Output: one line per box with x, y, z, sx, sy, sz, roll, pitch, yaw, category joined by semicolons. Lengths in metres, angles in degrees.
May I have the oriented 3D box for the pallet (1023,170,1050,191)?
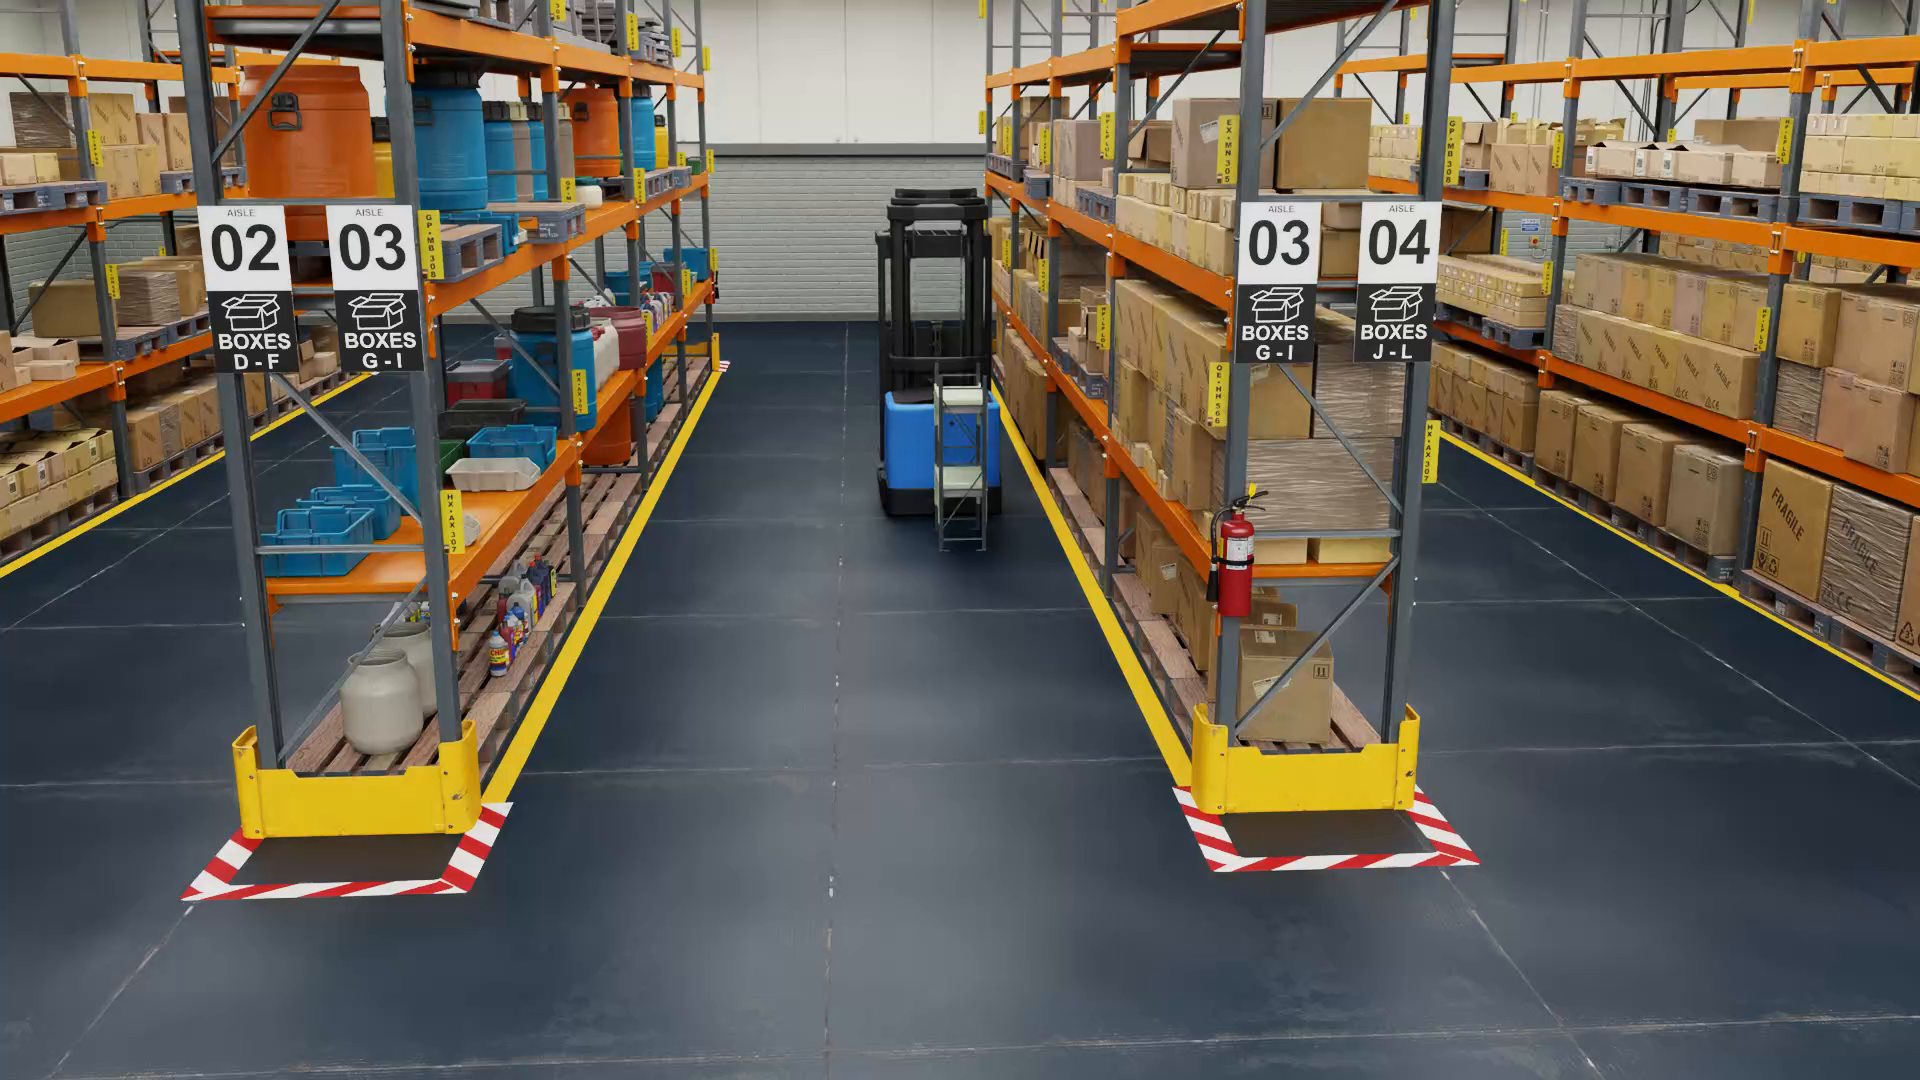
1.201;-3.813;17.685;1.003;0.211;1.213;0;14;-1;pallet

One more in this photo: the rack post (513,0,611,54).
-3.538;-4.434;13.298;1.013;1.000;3.121;-1;14;-3;rack post

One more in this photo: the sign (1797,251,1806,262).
10.455;-3.611;20.644;0.100;0.325;0.005;-1;14;-3;sign

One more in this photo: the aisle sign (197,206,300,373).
-3.374;-1.185;7.894;0.394;0.787;0.004;-1;14;-3;aisle sign

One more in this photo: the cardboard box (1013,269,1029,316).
0.897;-2.939;19.730;0.500;0.500;0.500;-1;14;-3;cardboard box

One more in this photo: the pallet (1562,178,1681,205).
6.415;-3.268;15.566;1.213;0.211;1.003;0;14;-1;pallet

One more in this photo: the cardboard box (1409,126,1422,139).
5.756;-5.015;20.476;0.380;0.149;0.250;-1;14;-2;cardboard box

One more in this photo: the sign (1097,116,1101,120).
1.659;-4.875;19.766;0.100;0.325;0.005;-1;14;-3;sign

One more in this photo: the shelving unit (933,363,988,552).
0.000;-0.725;14.333;0.431;1.500;0.755;-1;14;-3;shelving unit

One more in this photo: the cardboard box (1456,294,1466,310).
5.739;-2.650;18.467;0.380;0.149;0.250;-2;15;-6;cardboard box

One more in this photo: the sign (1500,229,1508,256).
6.628;-3.631;20.294;0.100;0.325;0.005;-1;14;-3;sign

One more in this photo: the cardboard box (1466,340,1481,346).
6.373;-2.235;19.863;0.500;0.250;0.500;-1;14;-5;cardboard box

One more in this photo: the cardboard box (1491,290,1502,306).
5.800;-2.539;17.439;0.380;0.149;0.250;-1;14;-2;cardboard box

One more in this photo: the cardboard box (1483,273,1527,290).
5.785;-2.744;17.640;0.380;0.149;0.250;0;14;-2;cardboard box

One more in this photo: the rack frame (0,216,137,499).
-8.522;-1.862;15.745;1.000;3.000;0.127;-1;14;-3;rack frame

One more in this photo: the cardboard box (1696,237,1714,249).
10.585;-4.309;23.049;0.500;0.500;0.500;-1;14;-4;cardboard box

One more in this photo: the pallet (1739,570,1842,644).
6.539;0.470;12.277;1.003;0.211;1.213;-1;14;-3;pallet

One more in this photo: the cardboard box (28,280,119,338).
-8.673;-2.269;16.282;0.700;0.500;0.500;-6;16;-22;cardboard box

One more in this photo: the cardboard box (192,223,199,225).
-9.094;-3.639;20.442;0.500;0.500;0.500;-1;14;-5;cardboard box

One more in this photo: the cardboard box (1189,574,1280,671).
1.748;0.523;10.648;0.500;0.500;0.500;0;14;2;cardboard box

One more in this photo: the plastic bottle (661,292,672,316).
-3.478;-2.780;19.558;0.152;0.276;0.135;-1;14;-3;plastic bottle

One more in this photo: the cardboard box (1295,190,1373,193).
2.071;-1.866;9.239;0.380;0.149;0.250;0;14;-1;cardboard box

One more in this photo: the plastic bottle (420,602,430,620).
-3.510;0.514;11.091;0.152;0.276;0.135;-1;14;-3;plastic bottle

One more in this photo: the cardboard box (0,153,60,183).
-8.437;-3.334;14.902;0.500;0.250;0.500;-2;15;-8;cardboard box

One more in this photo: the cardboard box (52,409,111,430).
-8.814;-1.094;16.891;0.500;0.500;0.500;0;14;-1;cardboard box

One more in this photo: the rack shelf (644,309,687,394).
-3.701;-2.087;18.061;1.077;0.370;4.000;-1;14;-3;rack shelf

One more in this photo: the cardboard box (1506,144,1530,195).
5.990;-3.829;17.168;0.500;0.500;0.500;-1;14;-3;cardboard box

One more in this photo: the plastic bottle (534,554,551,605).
-3.002;0.282;11.842;0.144;0.351;0.185;-1;14;-5;plastic bottle

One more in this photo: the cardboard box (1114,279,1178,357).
1.388;-1.580;11.845;0.500;0.500;0.500;-1;14;-3;cardboard box

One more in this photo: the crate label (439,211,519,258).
-2.868;-1.800;9.779;0.502;0.251;0.408;-1;14;-3;crate label

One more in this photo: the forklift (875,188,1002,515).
-0.259;-1.962;16.272;1.130;2.935;3.031;-1;14;-5;forklift

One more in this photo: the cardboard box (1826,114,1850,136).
6.271;-2.881;11.543;0.380;0.149;0.250;-1;14;-4;cardboard box

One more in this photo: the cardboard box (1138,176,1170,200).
1.406;-2.374;11.214;0.380;0.149;0.250;-1;14;-3;cardboard box

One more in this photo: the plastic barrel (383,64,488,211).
-3.375;-2.593;10.715;0.600;0.901;0.708;-1;14;-3;plastic barrel

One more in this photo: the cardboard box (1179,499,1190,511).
1.544;-0.281;10.104;0.380;0.149;0.250;-1;14;-3;cardboard box

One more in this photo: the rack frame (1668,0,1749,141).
10.761;-7.062;23.915;1.000;3.000;0.127;-1;14;-3;rack frame

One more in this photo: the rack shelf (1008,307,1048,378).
1.242;-2.163;18.358;1.077;0.370;4.000;-1;14;-3;rack shelf

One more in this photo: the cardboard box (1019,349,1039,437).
1.296;-1.582;18.078;1.225;0.875;0.875;-1;14;-3;cardboard box

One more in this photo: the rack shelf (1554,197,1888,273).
6.447;-2.673;14.318;1.077;0.370;4.000;-1;14;-3;rack shelf

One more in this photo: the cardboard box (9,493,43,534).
-8.147;-0.226;14.060;0.500;0.250;0.500;-1;14;-2;cardboard box

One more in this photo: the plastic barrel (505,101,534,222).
-3.618;-2.924;12.846;0.600;0.901;0.600;0;14;0;plastic barrel

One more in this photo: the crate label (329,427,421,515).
-3.466;-0.419;10.064;0.502;0.435;0.616;-1;14;-3;crate label

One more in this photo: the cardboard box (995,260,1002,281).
0.734;-3.568;22.078;0.500;0.250;0.500;-1;14;-5;cardboard box

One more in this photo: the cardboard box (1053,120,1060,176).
1.138;-3.637;15.417;0.500;0.500;0.500;-1;14;-3;cardboard box

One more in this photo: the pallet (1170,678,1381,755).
1.842;1.104;9.811;1.003;0.211;1.213;-1;14;-3;pallet

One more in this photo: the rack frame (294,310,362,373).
-9.017;-3.852;23.477;1.000;3.000;0.127;-1;14;-3;rack frame

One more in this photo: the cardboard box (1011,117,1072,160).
1.010;-4.956;20.504;0.700;0.500;0.500;-2;15;-7;cardboard box

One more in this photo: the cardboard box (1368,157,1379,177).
5.694;-4.932;21.958;0.500;0.250;0.500;-1;14;-4;cardboard box

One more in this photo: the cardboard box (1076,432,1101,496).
1.474;-0.713;15.410;0.700;0.500;0.500;-2;15;-8;cardboard box

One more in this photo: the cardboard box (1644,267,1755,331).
6.439;-2.106;14.485;0.700;0.500;0.500;-1;14;-4;cardboard box

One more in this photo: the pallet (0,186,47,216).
-8.318;-2.778;13.663;1.003;0.211;1.213;0;14;-1;pallet

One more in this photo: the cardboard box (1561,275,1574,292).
6.457;-2.681;17.395;0.380;0.149;0.250;-1;14;-4;cardboard box

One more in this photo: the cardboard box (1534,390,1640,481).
6.271;-1.027;16.169;1.050;0.750;0.750;-1;14;-4;cardboard box

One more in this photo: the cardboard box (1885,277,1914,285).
10.853;-2.837;18.830;0.500;0.250;0.500;-1;14;-5;cardboard box
